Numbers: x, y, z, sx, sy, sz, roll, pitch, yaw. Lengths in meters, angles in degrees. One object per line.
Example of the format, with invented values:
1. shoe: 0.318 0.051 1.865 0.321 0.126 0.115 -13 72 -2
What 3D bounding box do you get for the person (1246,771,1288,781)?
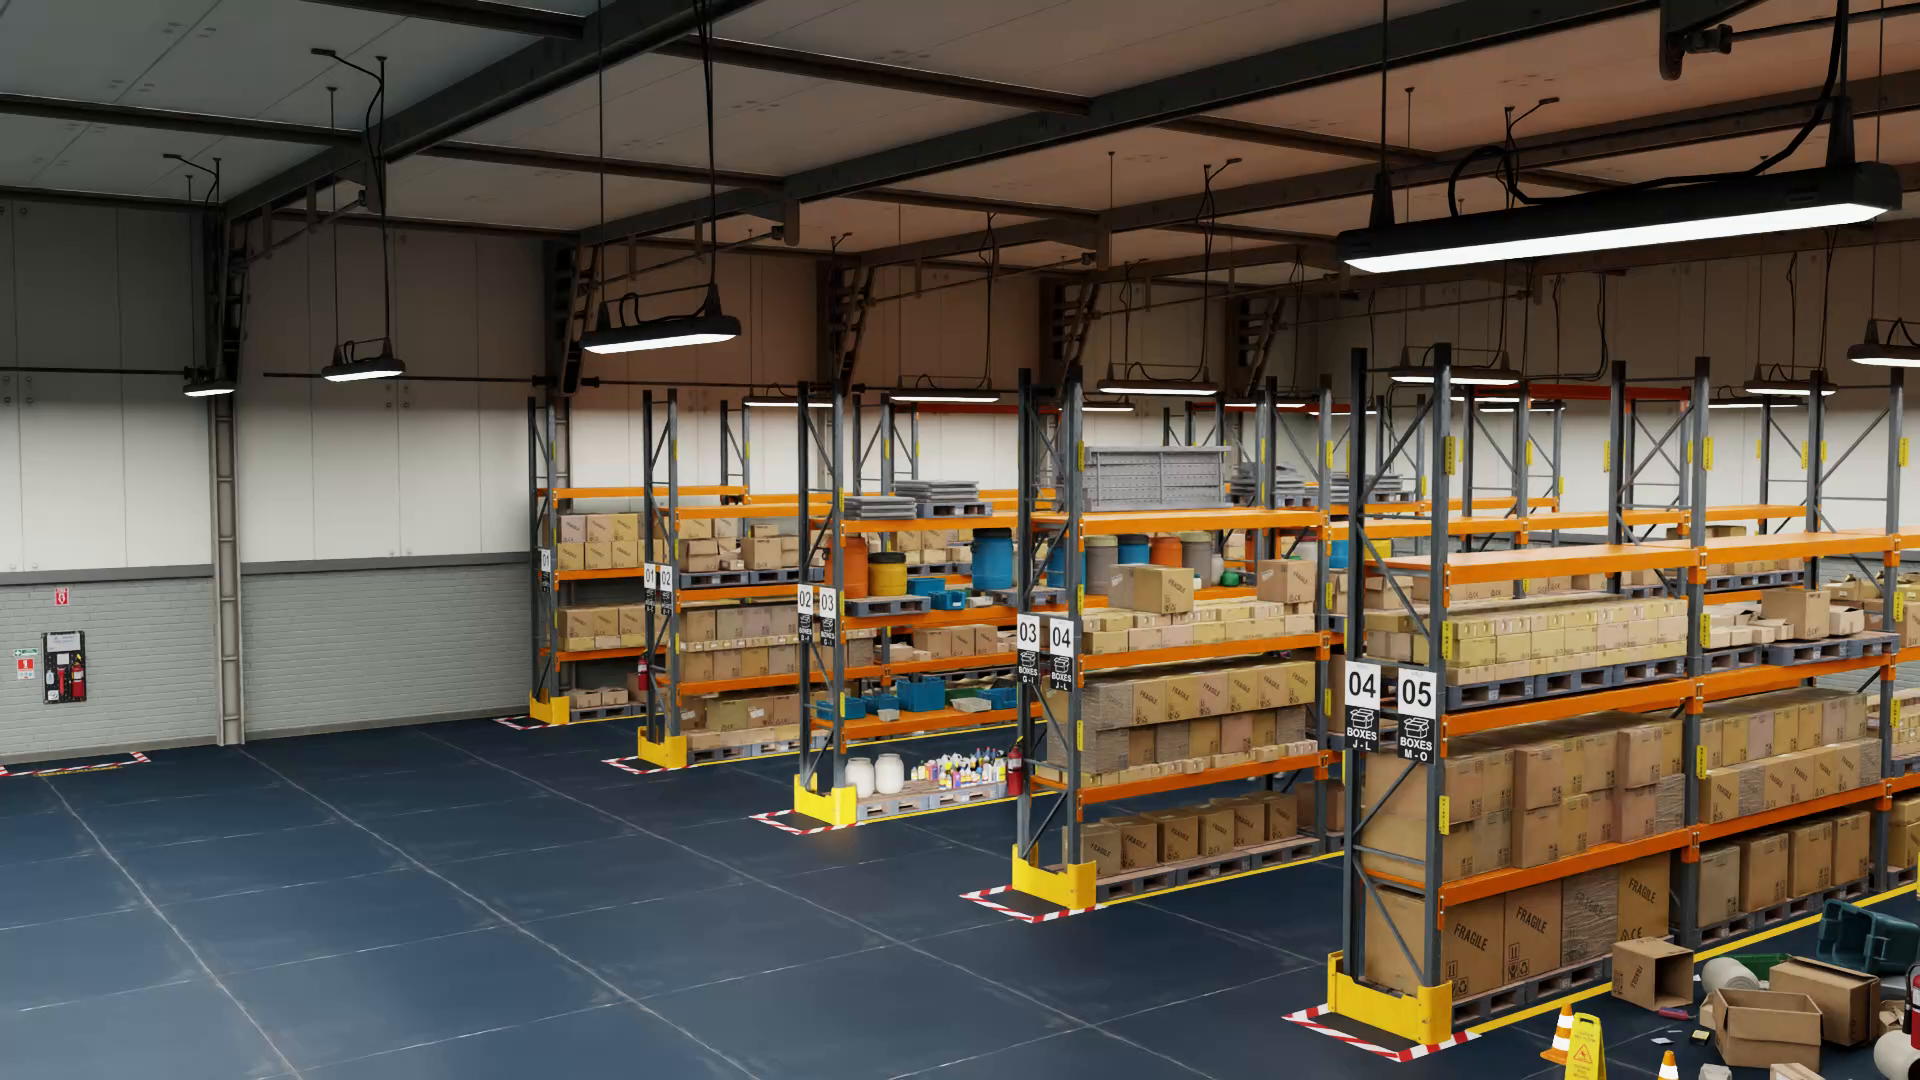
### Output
1. person: 4.722 2.840 25.450 0.644 1.685 0.534 -2 4 -36
